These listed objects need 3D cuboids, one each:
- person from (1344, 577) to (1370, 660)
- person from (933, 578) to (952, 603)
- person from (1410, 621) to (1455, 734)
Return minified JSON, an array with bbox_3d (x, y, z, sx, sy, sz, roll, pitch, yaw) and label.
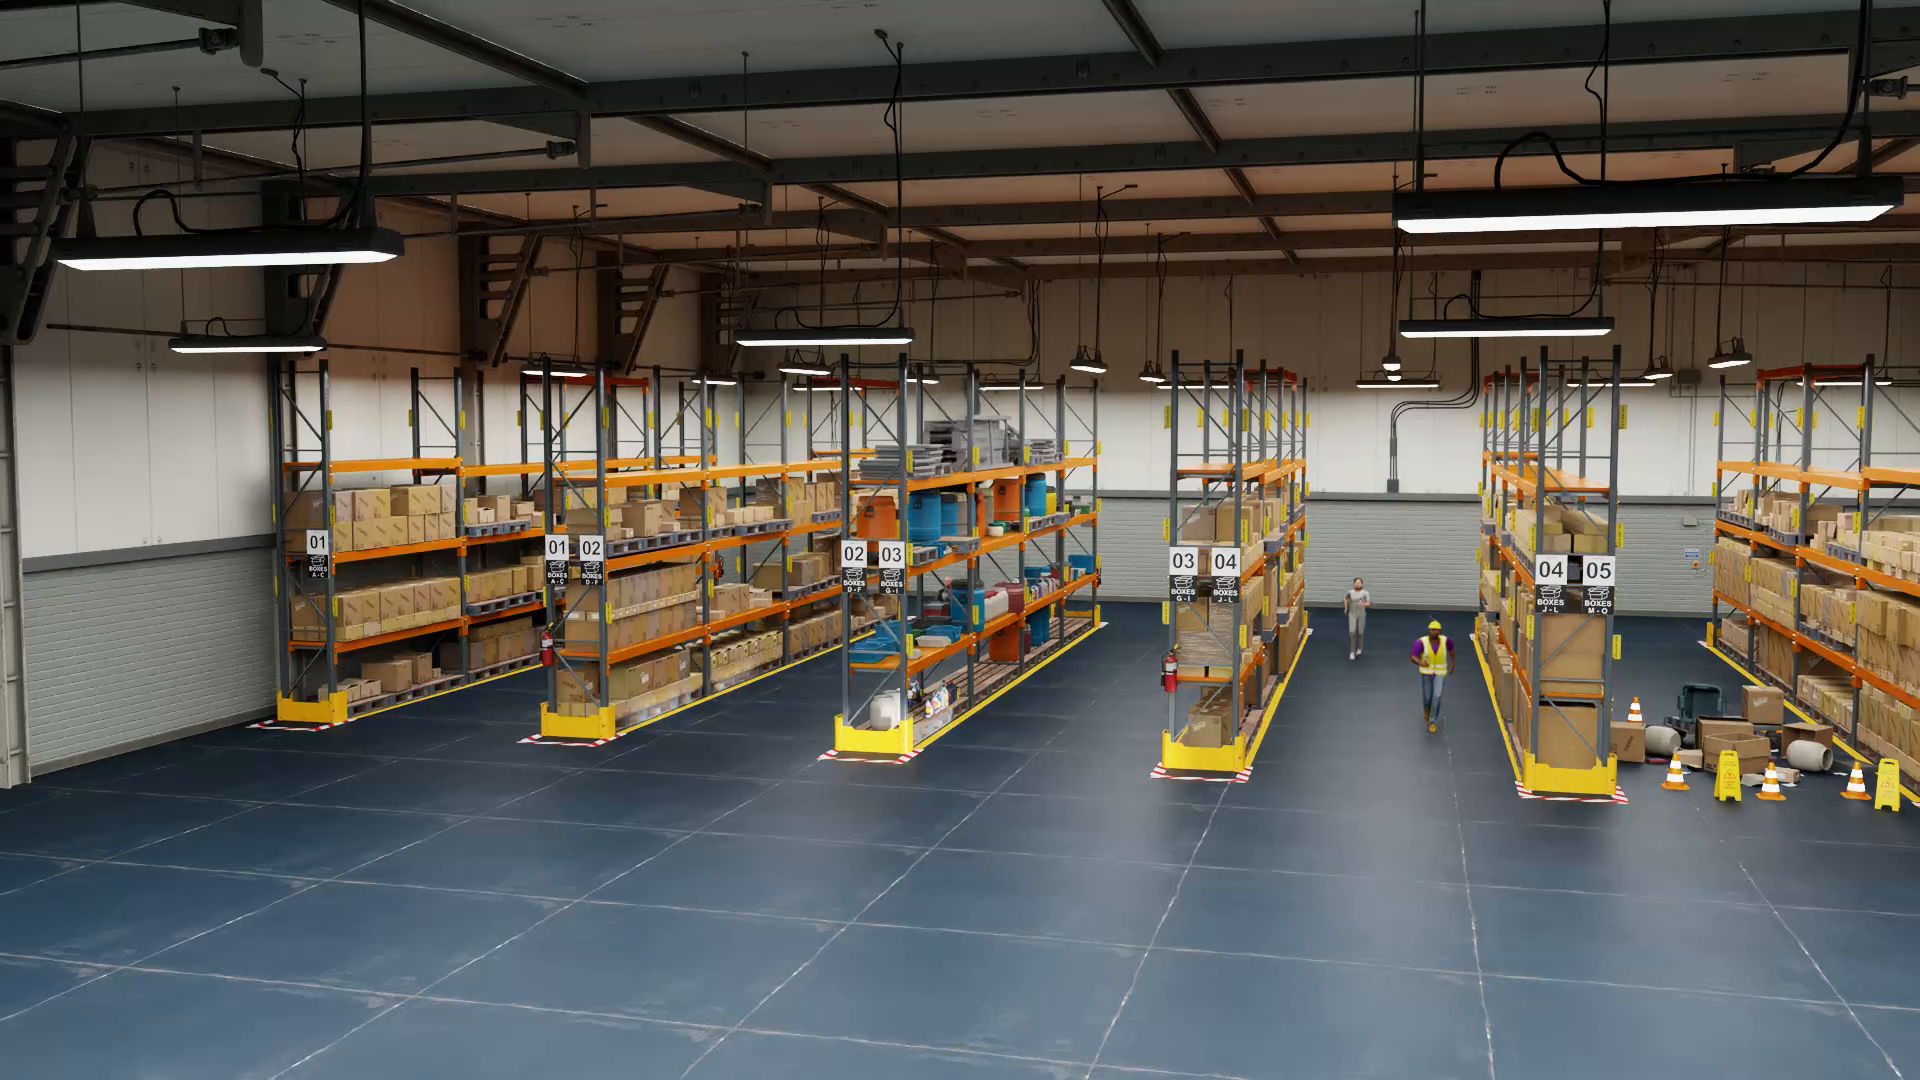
[{"bbox_3d":[8.374,1.643,35.086,0.538,1.726,0.766,1,4,12],"label":"person"},{"bbox_3d":[-0.264,1.636,35.307,0.700,1.684,0.584,1,4,18],"label":"person"},{"bbox_3d":[7.664,2.181,26.975,0.727,1.765,1.033,1,4,10],"label":"person"}]
